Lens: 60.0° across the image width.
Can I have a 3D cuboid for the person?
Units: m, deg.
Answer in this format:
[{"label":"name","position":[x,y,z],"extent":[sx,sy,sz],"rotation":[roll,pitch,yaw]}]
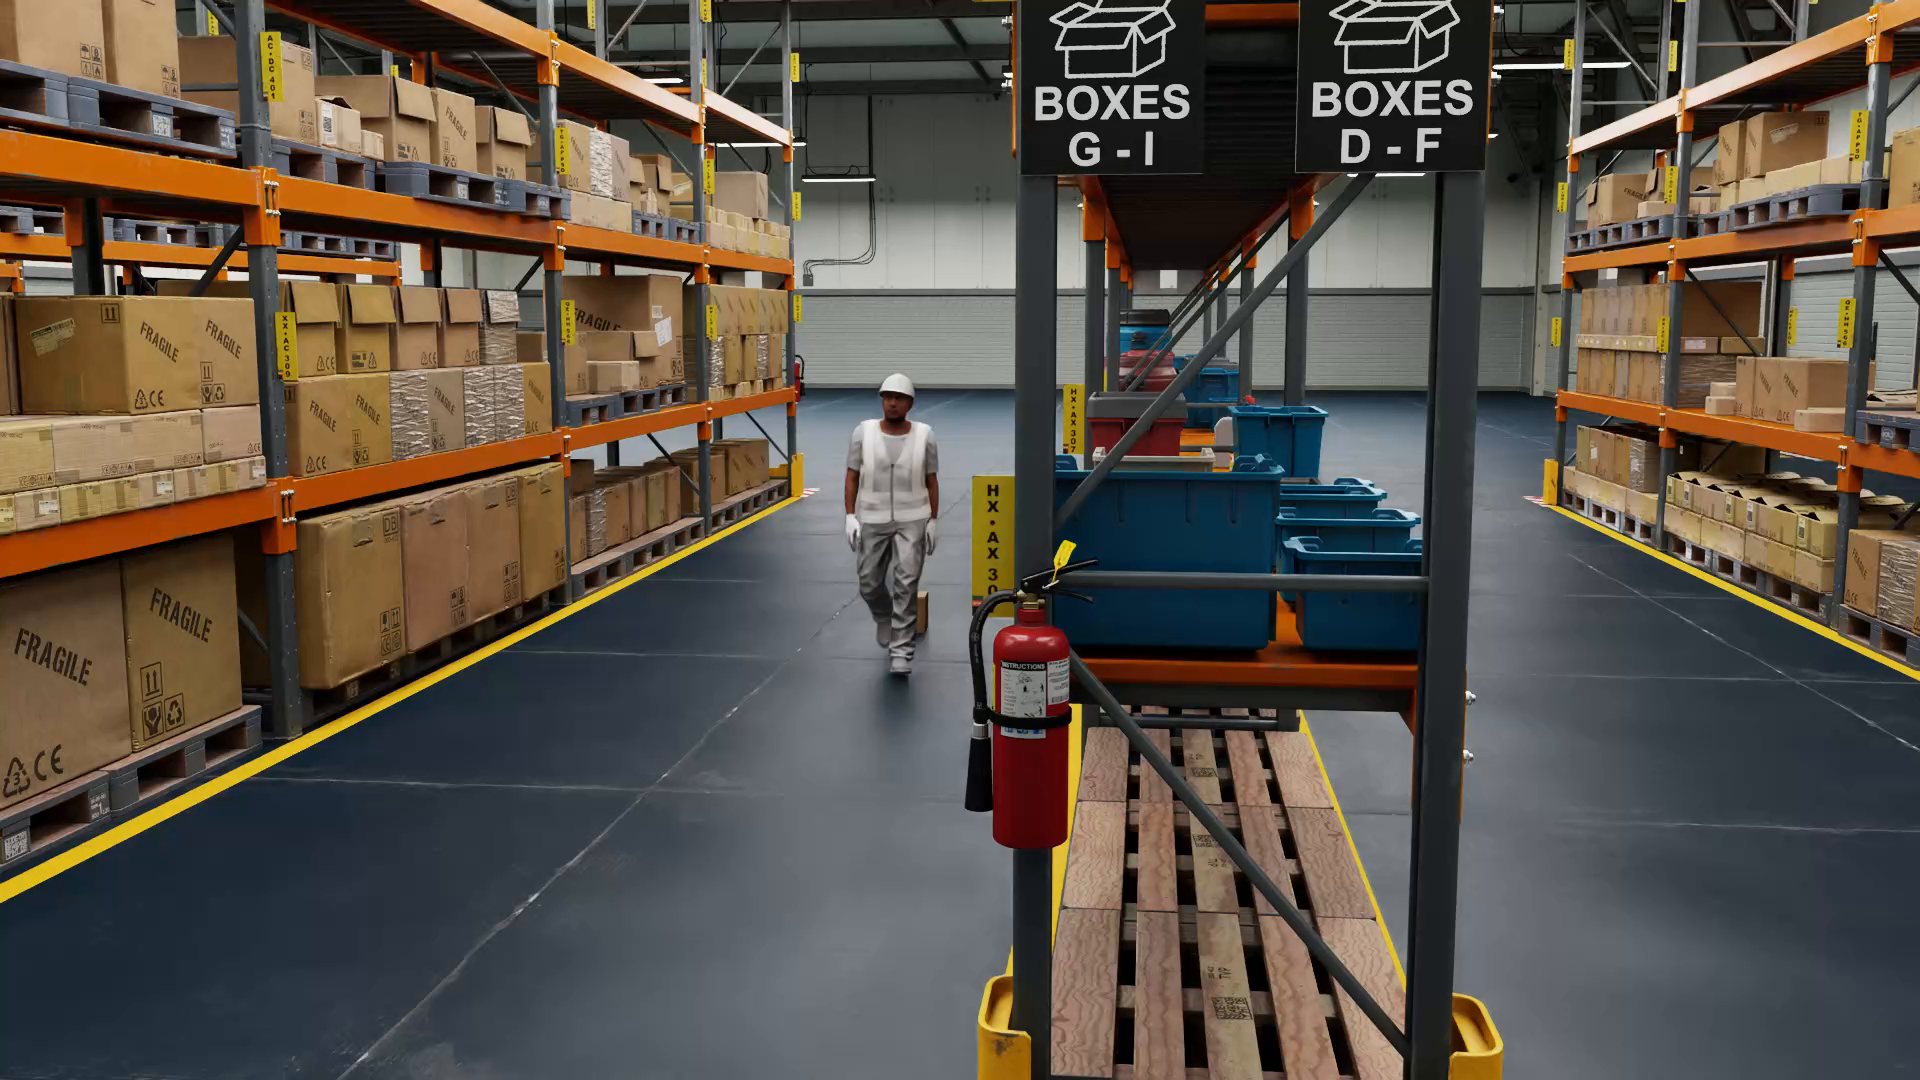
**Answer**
[{"label":"person","position":[-0.404,-0.147,10.018],"extent":[0.561,1.712,0.607],"rotation":[0,7,2]}]
